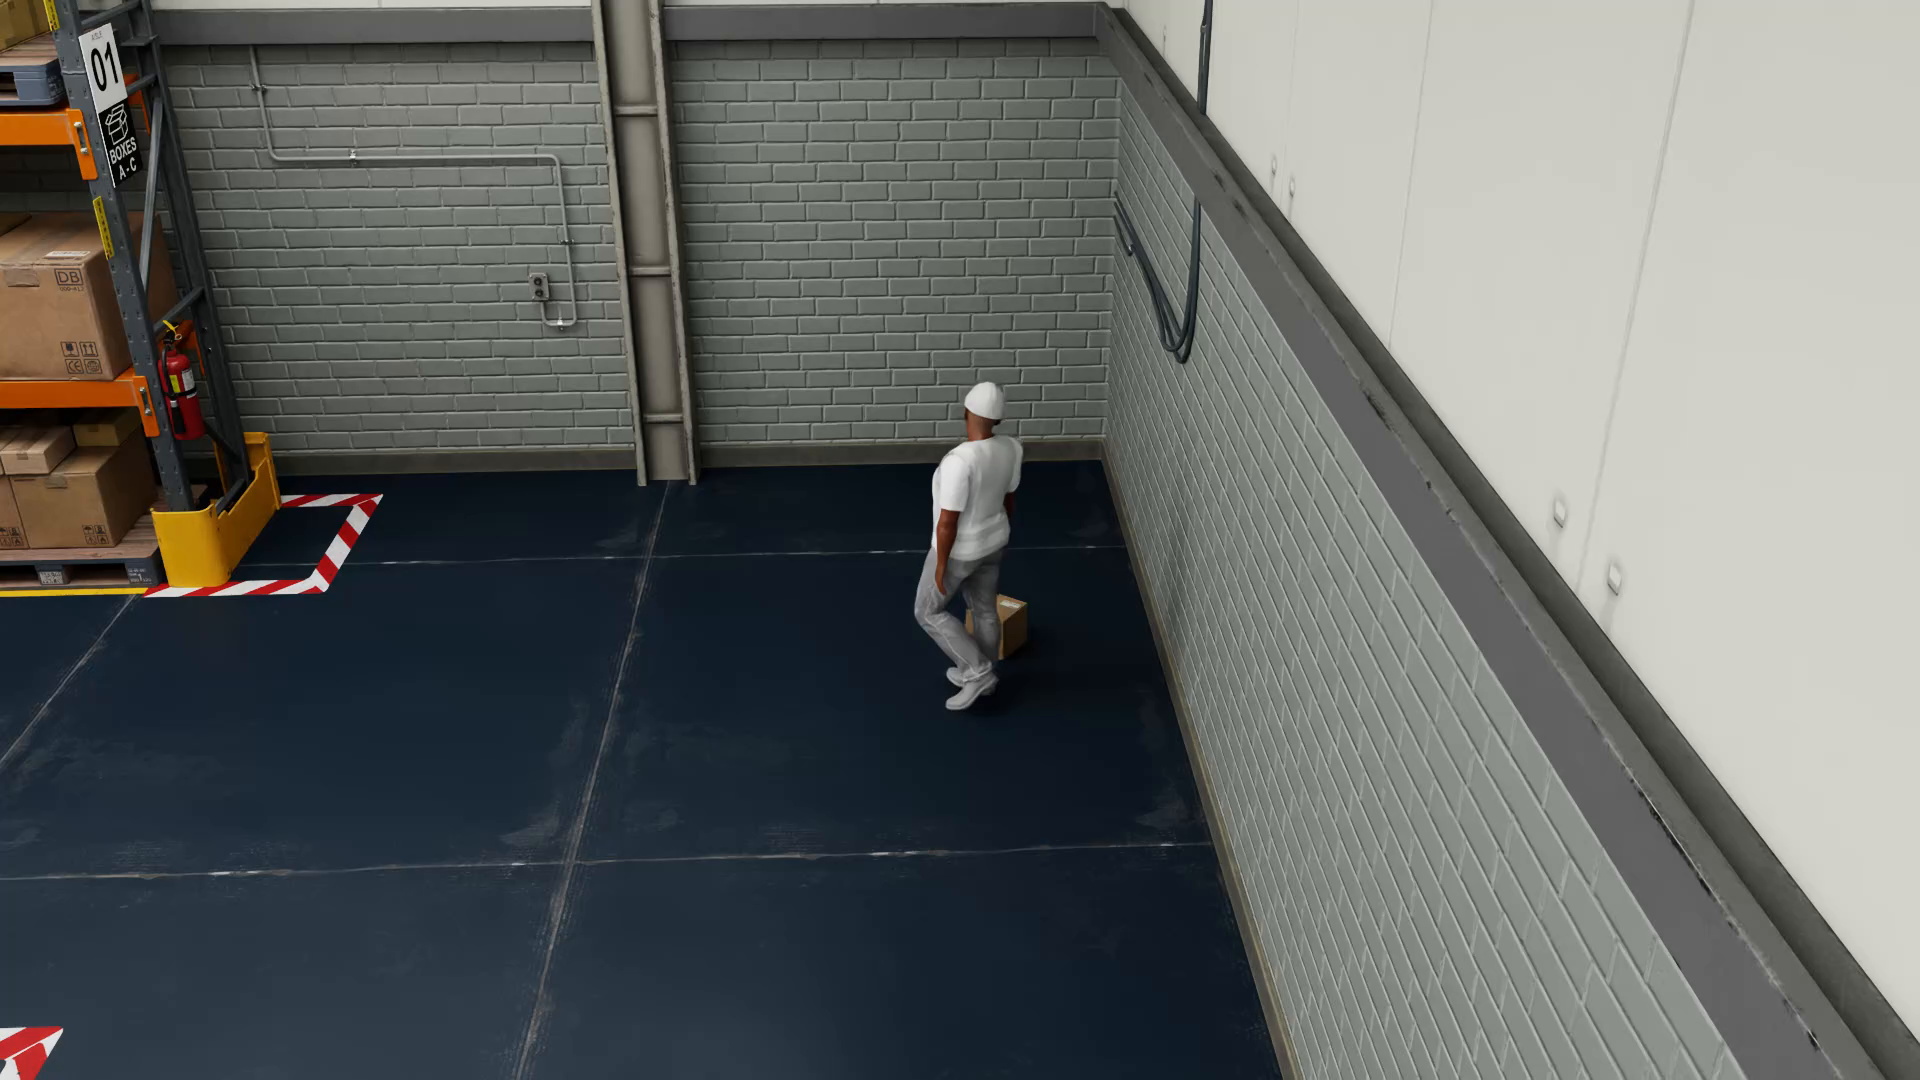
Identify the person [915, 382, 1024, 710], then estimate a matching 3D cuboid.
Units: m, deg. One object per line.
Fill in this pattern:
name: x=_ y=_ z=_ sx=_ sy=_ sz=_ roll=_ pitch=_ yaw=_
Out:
person: x=0.077 y=0.042 z=8.487 sx=0.465 sy=1.760 sz=0.595 roll=24 pitch=36 yaw=38
